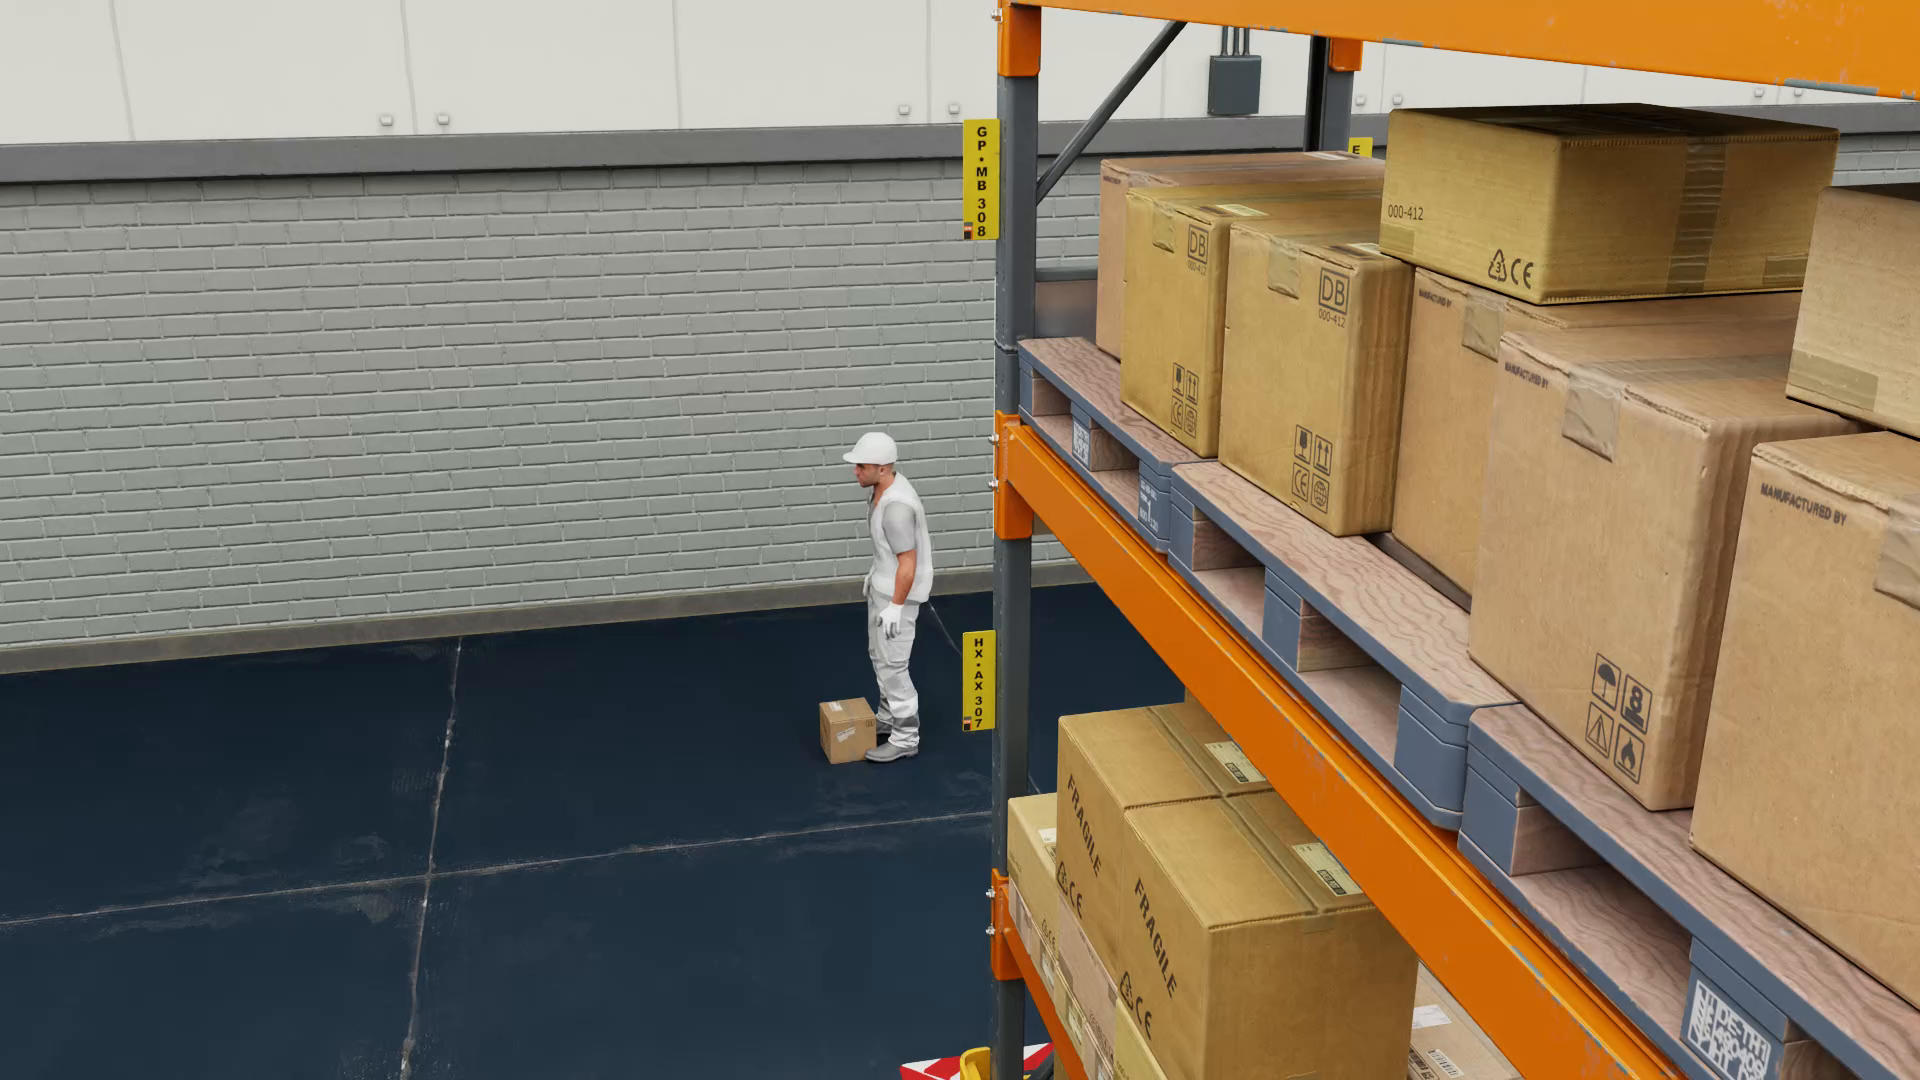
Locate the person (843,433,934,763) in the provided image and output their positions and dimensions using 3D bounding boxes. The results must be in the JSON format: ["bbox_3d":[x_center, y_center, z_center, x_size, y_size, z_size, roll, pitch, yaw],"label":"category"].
[{"bbox_3d":[-0.379,0.285,8.737,0.449,1.779,0.609,-4,20,-12],"label":"person"}]
